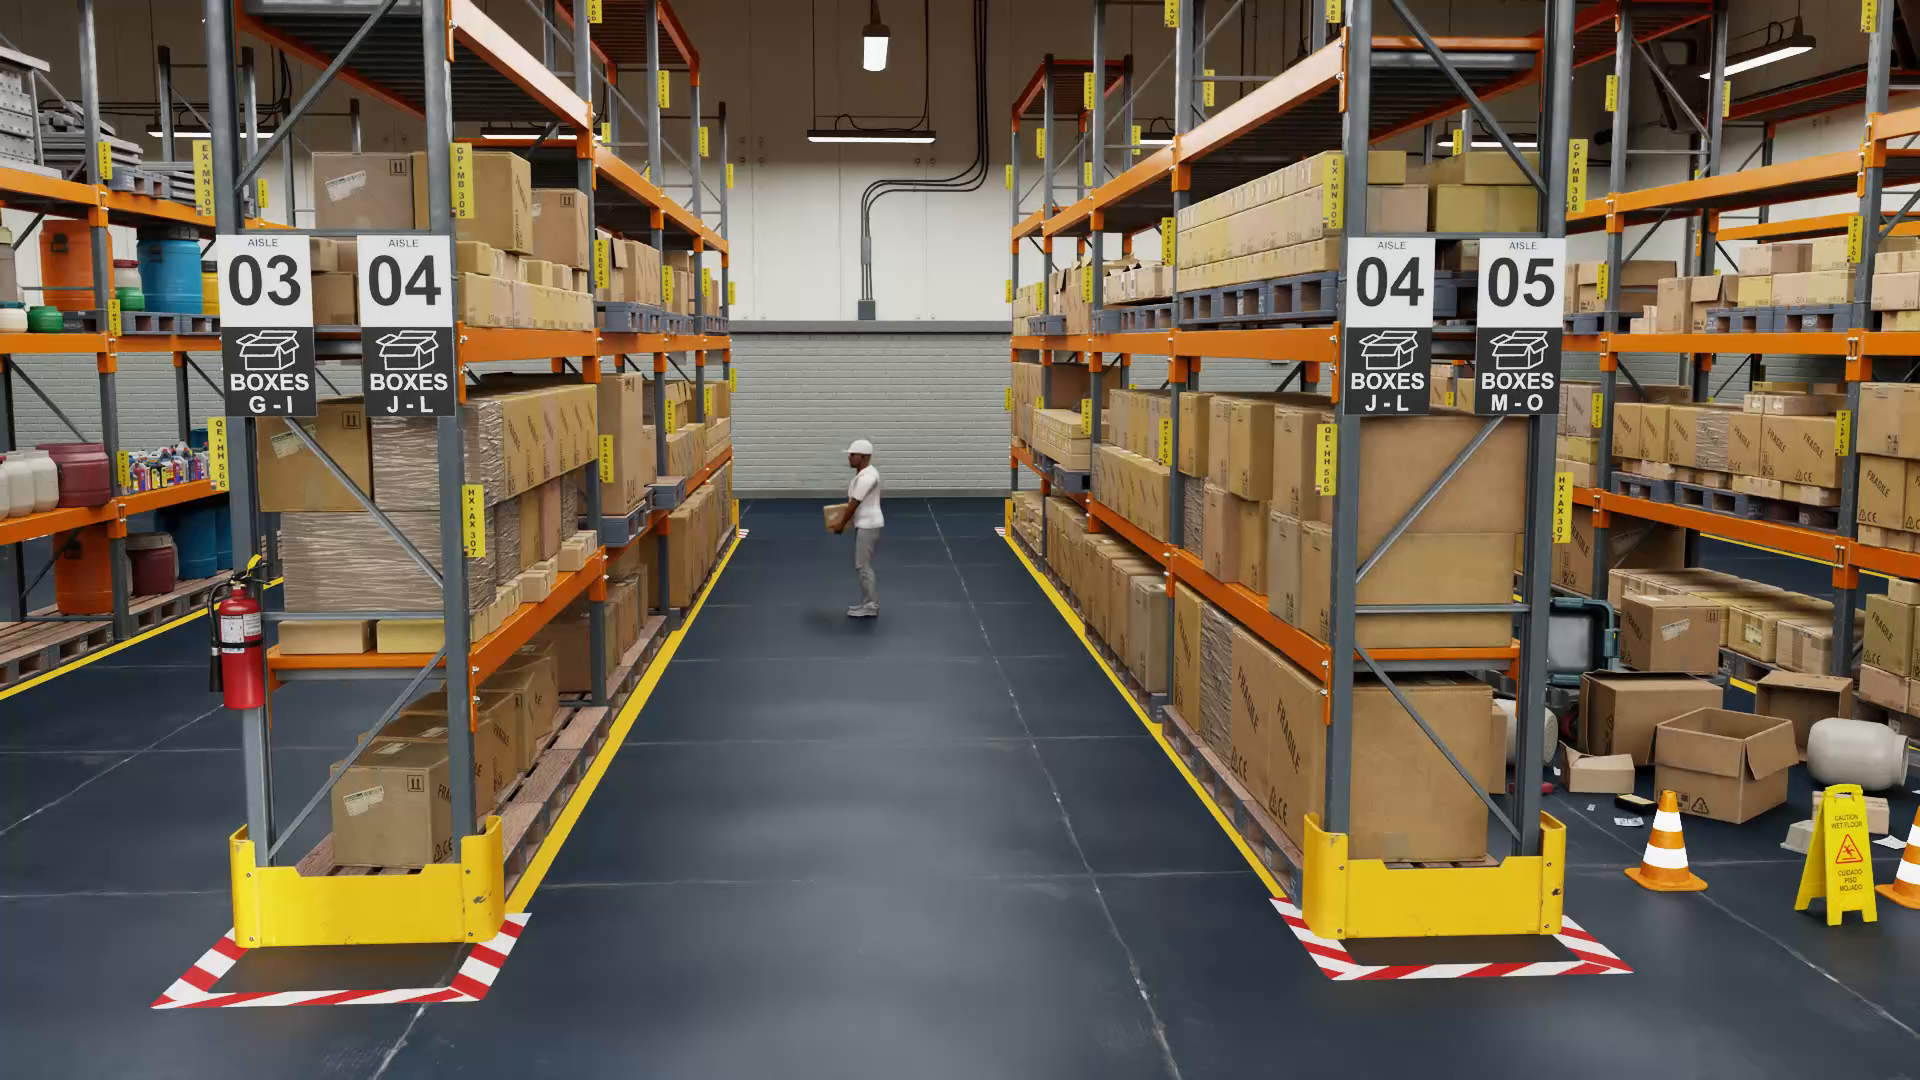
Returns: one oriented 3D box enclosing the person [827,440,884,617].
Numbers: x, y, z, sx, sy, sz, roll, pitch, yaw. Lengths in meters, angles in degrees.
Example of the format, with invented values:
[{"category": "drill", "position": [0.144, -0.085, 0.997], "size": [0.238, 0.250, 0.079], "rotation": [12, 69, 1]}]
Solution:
[{"category": "person", "position": [-1.047, -0.122, 16.678], "size": [0.576, 1.761, 0.505], "rotation": [-1, 7, -5]}]
